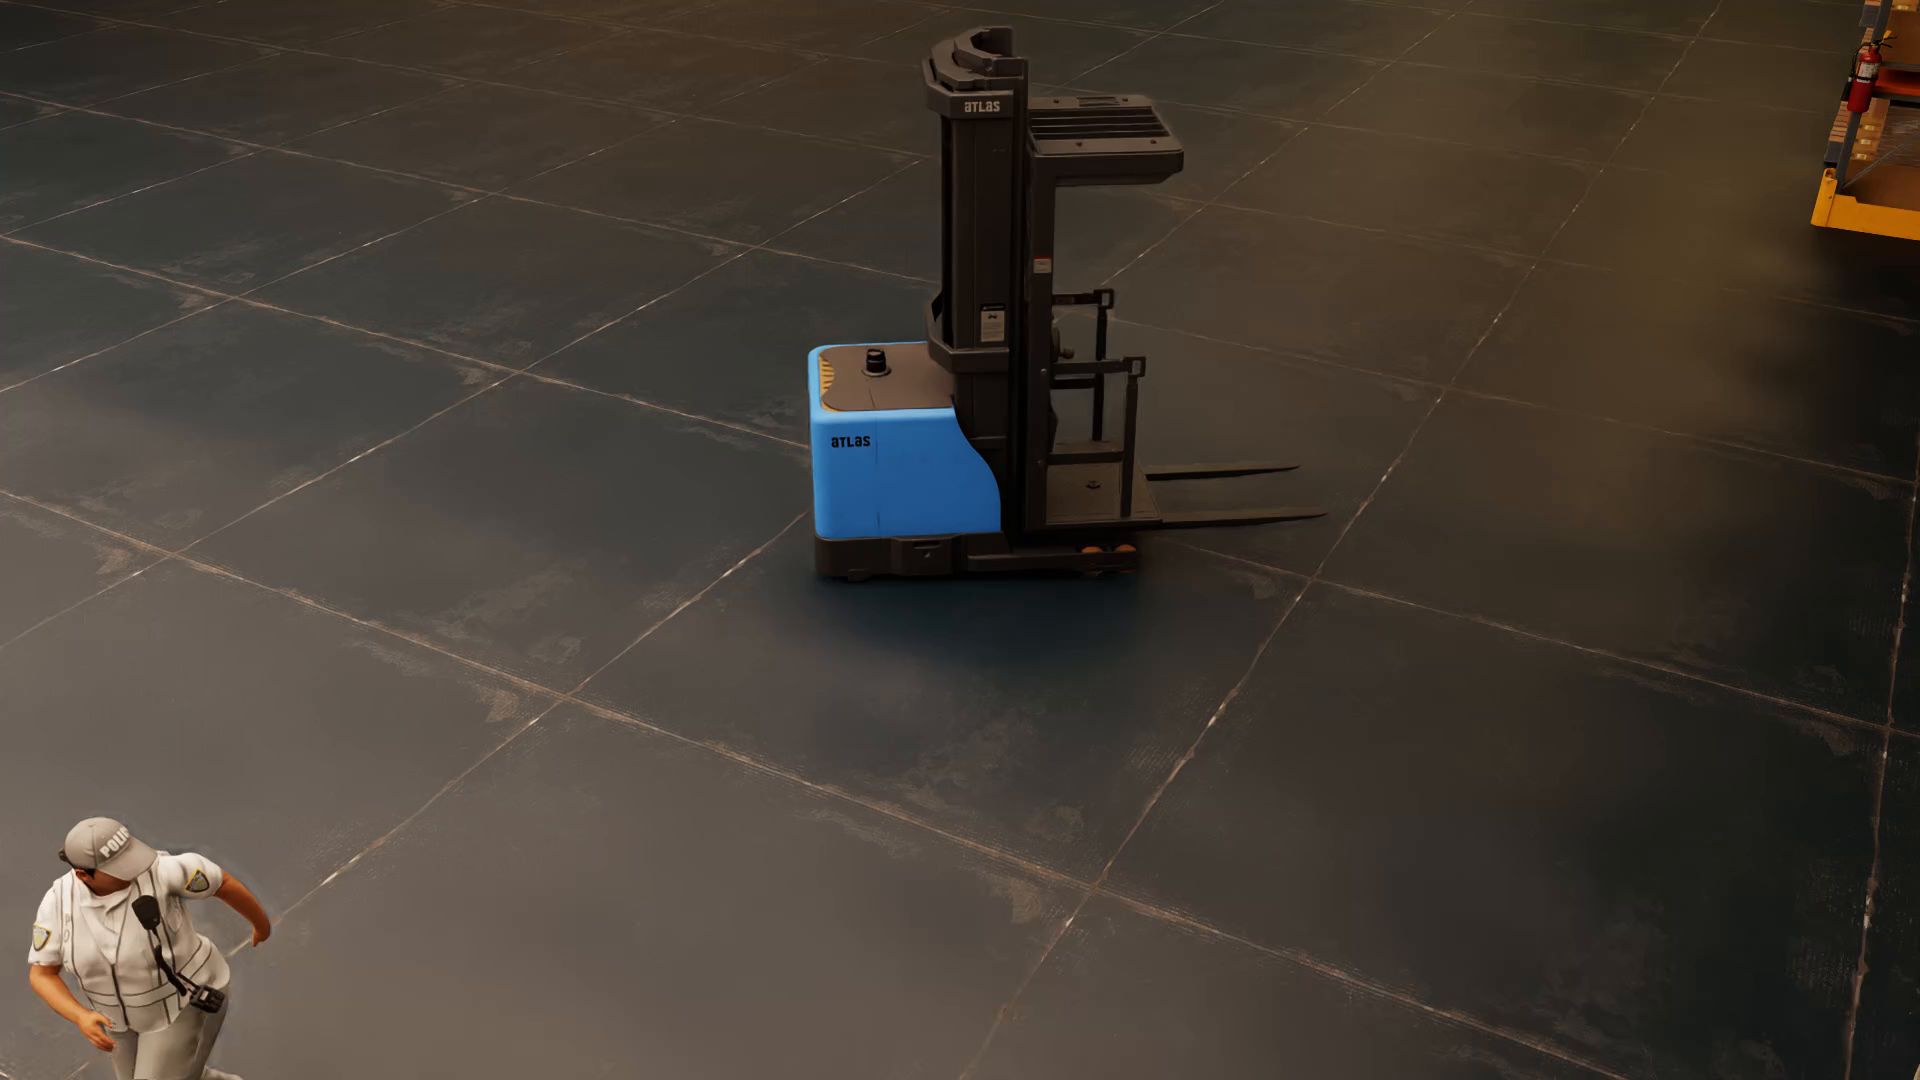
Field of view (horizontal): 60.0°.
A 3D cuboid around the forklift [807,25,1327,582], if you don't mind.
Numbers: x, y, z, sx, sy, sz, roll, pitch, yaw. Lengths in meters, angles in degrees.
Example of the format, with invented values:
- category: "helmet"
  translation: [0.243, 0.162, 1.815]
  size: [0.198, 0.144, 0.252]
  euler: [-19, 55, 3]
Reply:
- category: "forklift"
  translation: [0.634, -1.325, 9.367]
  size: [3.031, 2.935, 1.130]
  euler: [-3, 30, -5]

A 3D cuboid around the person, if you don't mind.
- category: "person"
  translation: [-2.771, 1.604, 5.671]
  size: [0.519, 1.629, 0.875]
  euler: [6, 31, 10]
